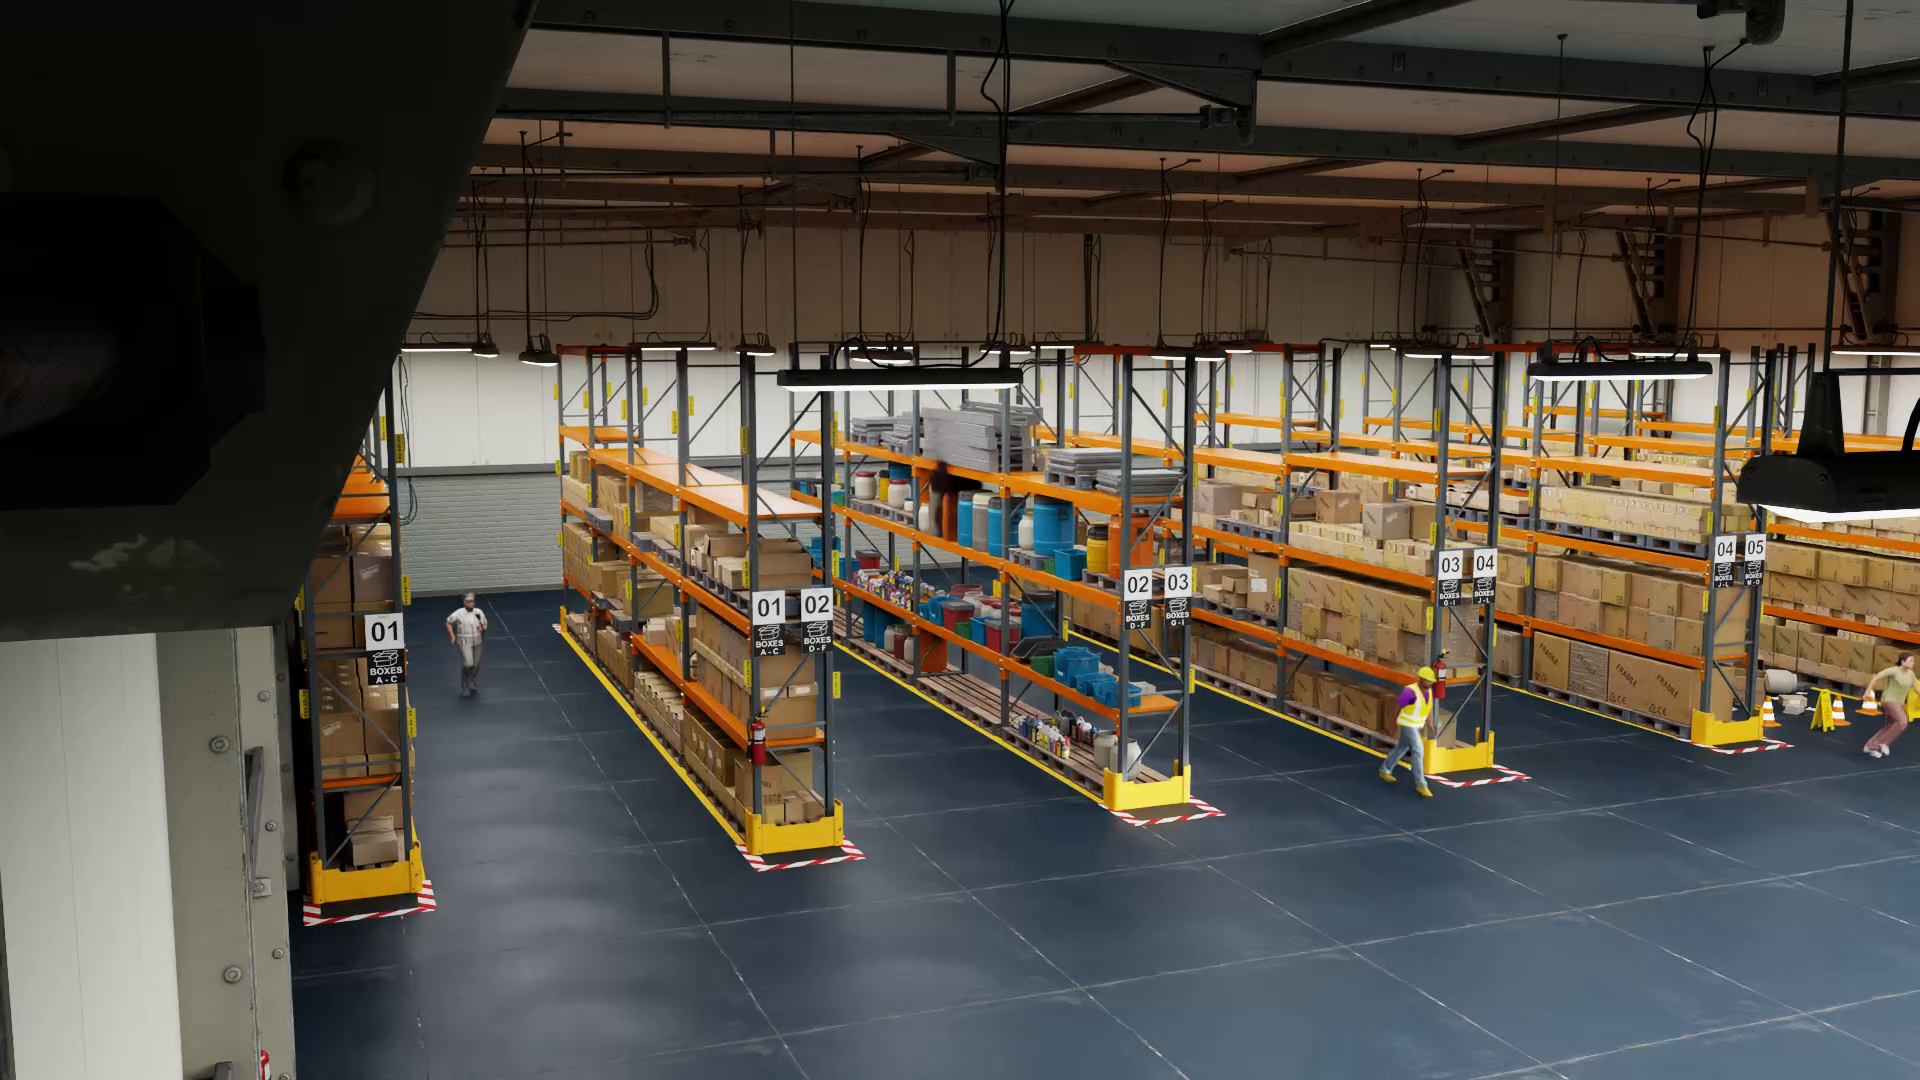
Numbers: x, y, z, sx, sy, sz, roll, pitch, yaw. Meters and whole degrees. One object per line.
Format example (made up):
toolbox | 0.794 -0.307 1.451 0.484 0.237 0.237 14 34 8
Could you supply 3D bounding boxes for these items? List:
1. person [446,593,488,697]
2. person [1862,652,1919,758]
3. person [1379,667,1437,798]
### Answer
person | -8.477 1.817 28.770 0.645 1.815 0.730 -5 9 -36
person | 13.883 2.439 24.648 0.734 1.581 0.651 -4 8 -28
person | 6.223 2.580 22.940 0.945 1.740 0.628 6 10 40
